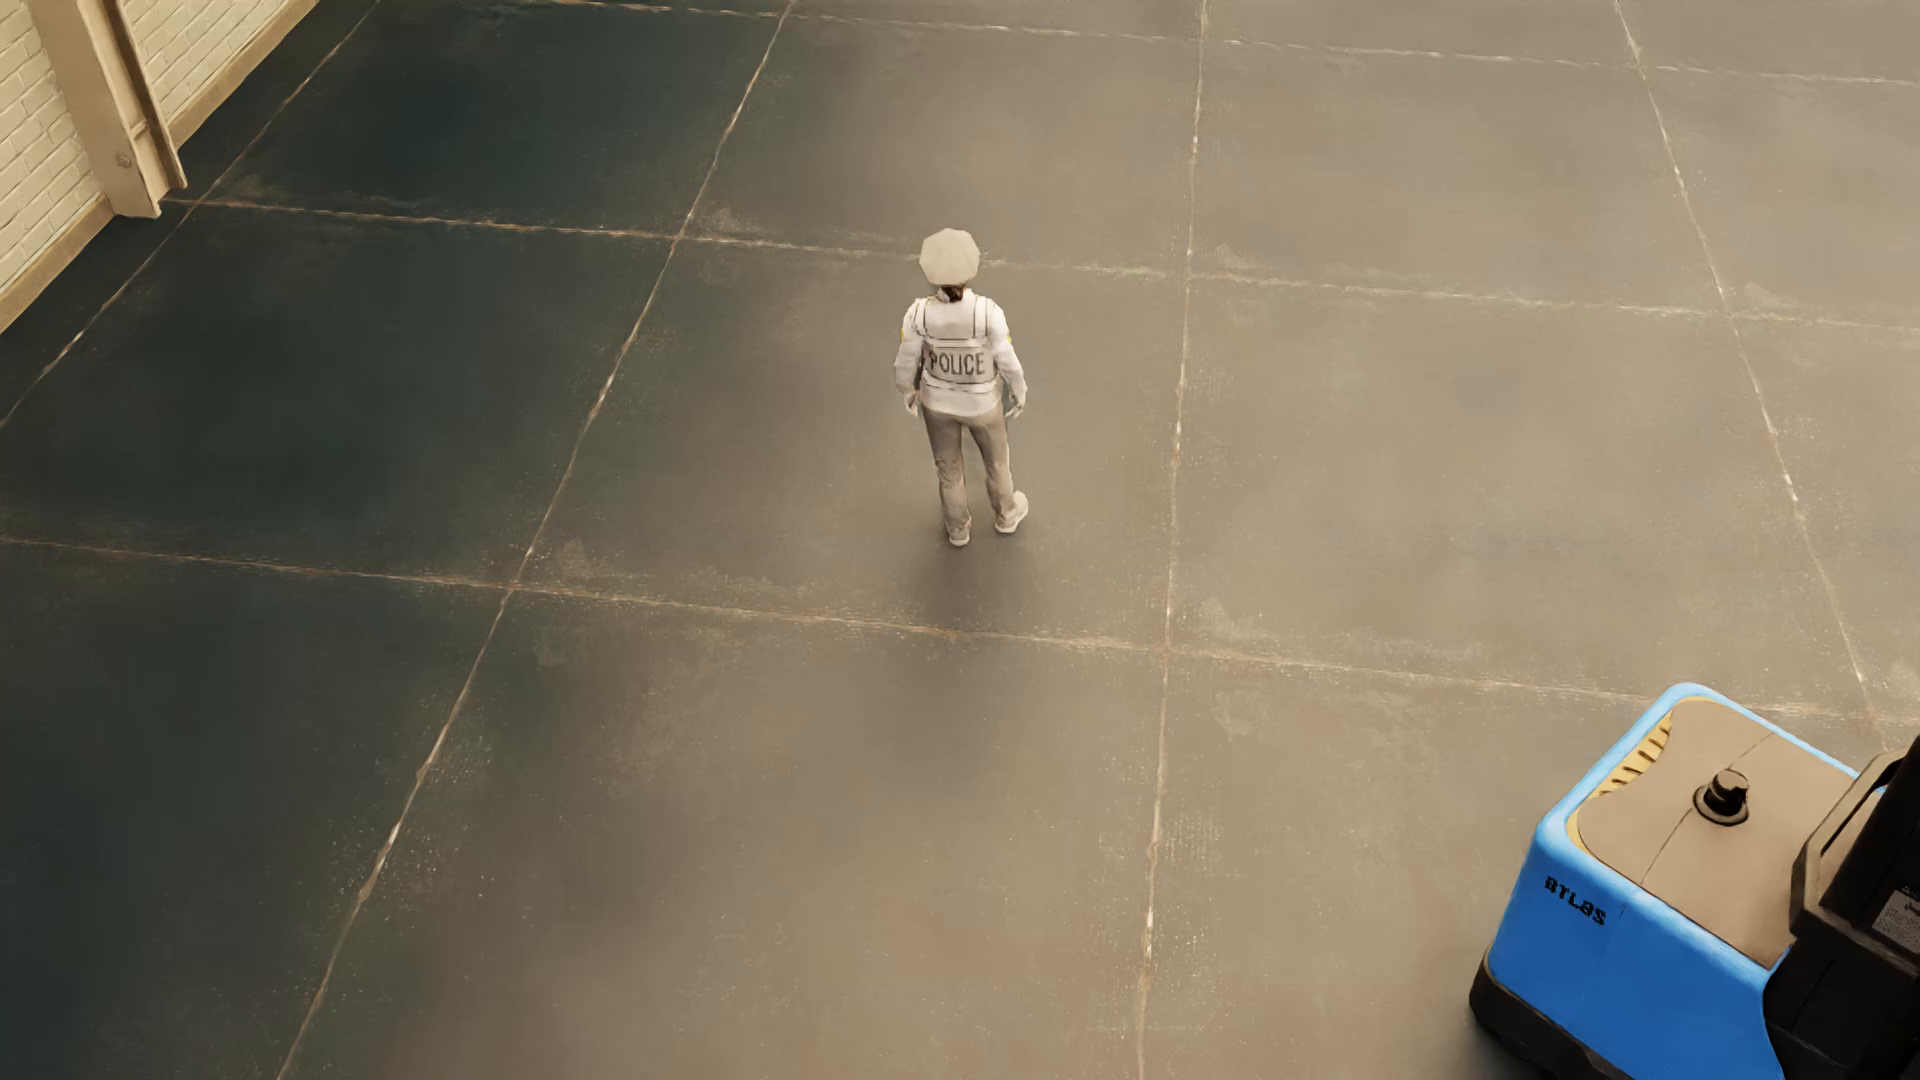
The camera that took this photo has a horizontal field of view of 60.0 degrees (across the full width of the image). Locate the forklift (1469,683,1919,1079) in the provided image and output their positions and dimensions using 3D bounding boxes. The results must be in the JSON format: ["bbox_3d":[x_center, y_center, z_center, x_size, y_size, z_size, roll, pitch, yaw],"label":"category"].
[{"bbox_3d":[3.218,1.125,4.500,1.130,2.935,3.031,-33,52,-31],"label":"forklift"}]

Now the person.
[{"bbox_3d":[0.016,-0.674,7.361,0.586,1.695,0.533,5,43,6],"label":"person"}]
